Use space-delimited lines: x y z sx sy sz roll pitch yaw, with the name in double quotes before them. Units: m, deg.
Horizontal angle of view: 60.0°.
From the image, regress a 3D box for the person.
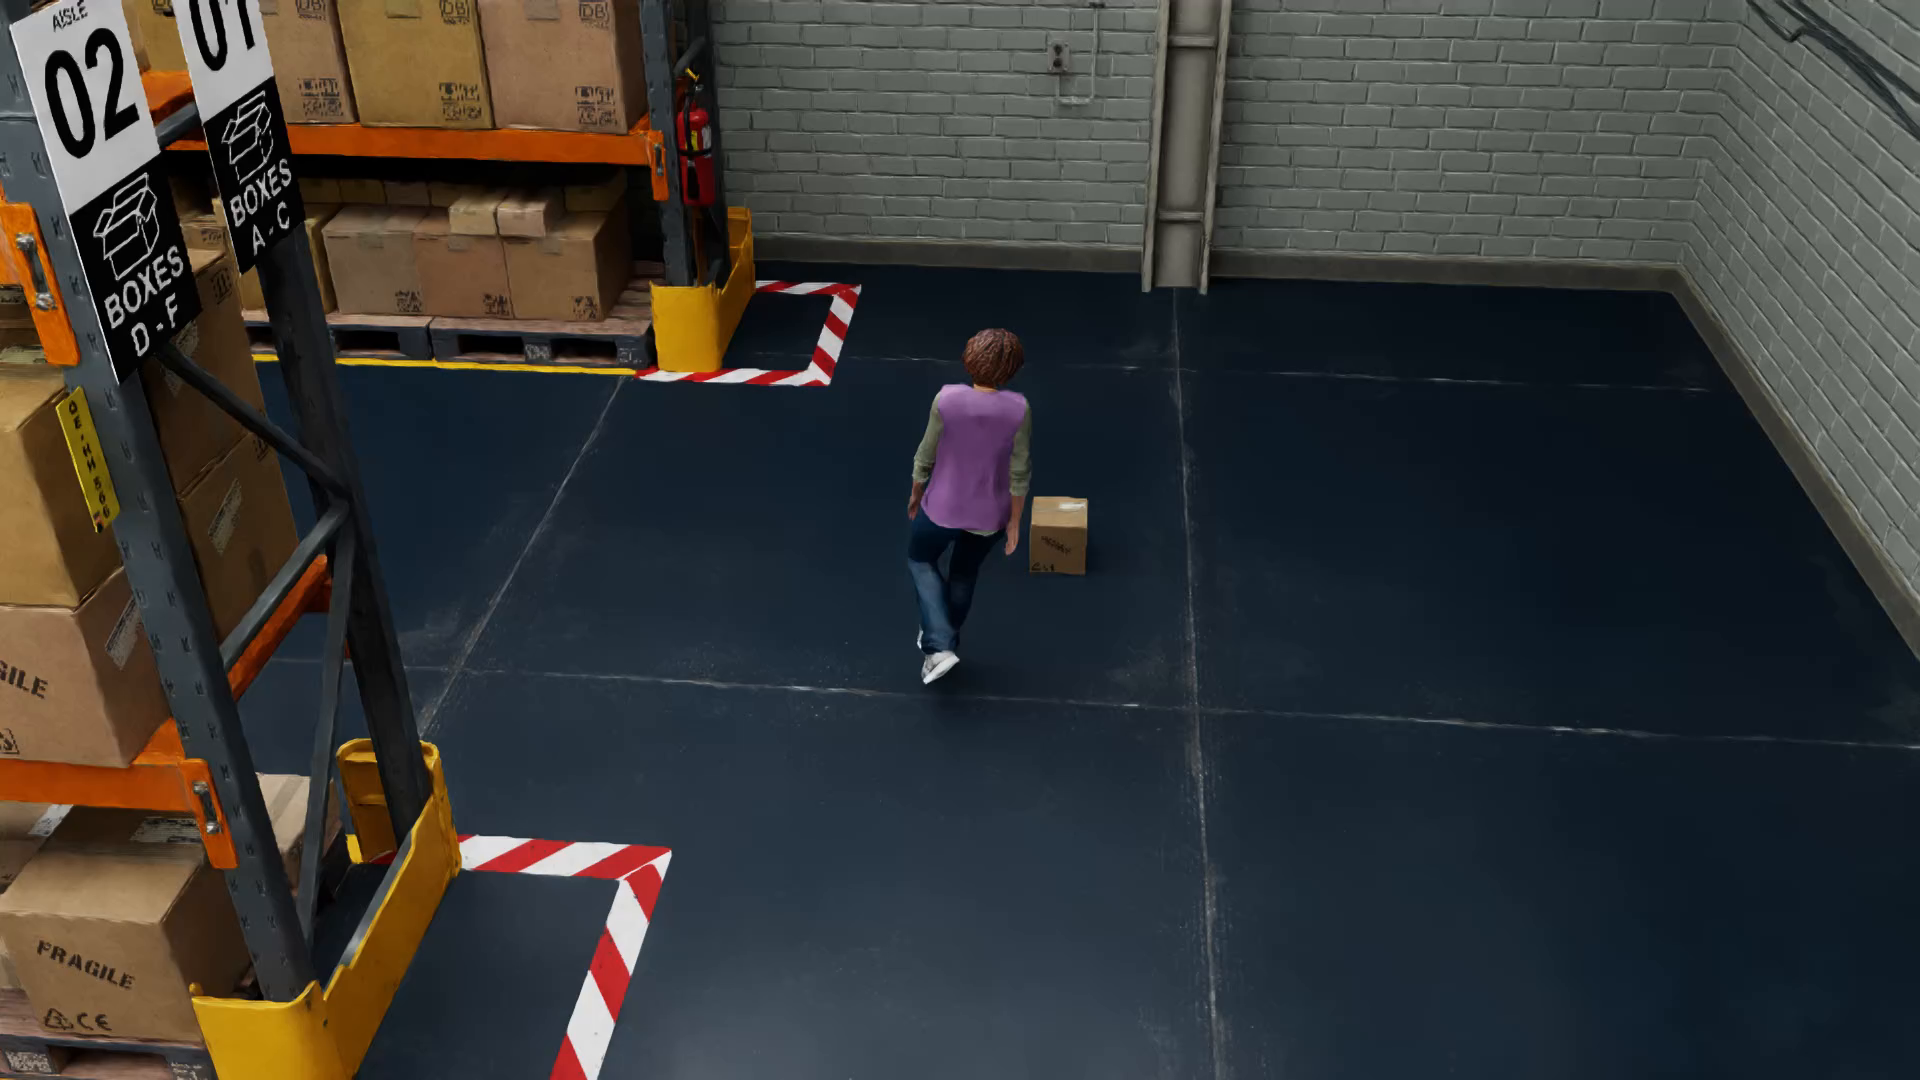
"person" 0.031 -0.107 6.344 0.466 1.558 0.562 -2 32 -3
